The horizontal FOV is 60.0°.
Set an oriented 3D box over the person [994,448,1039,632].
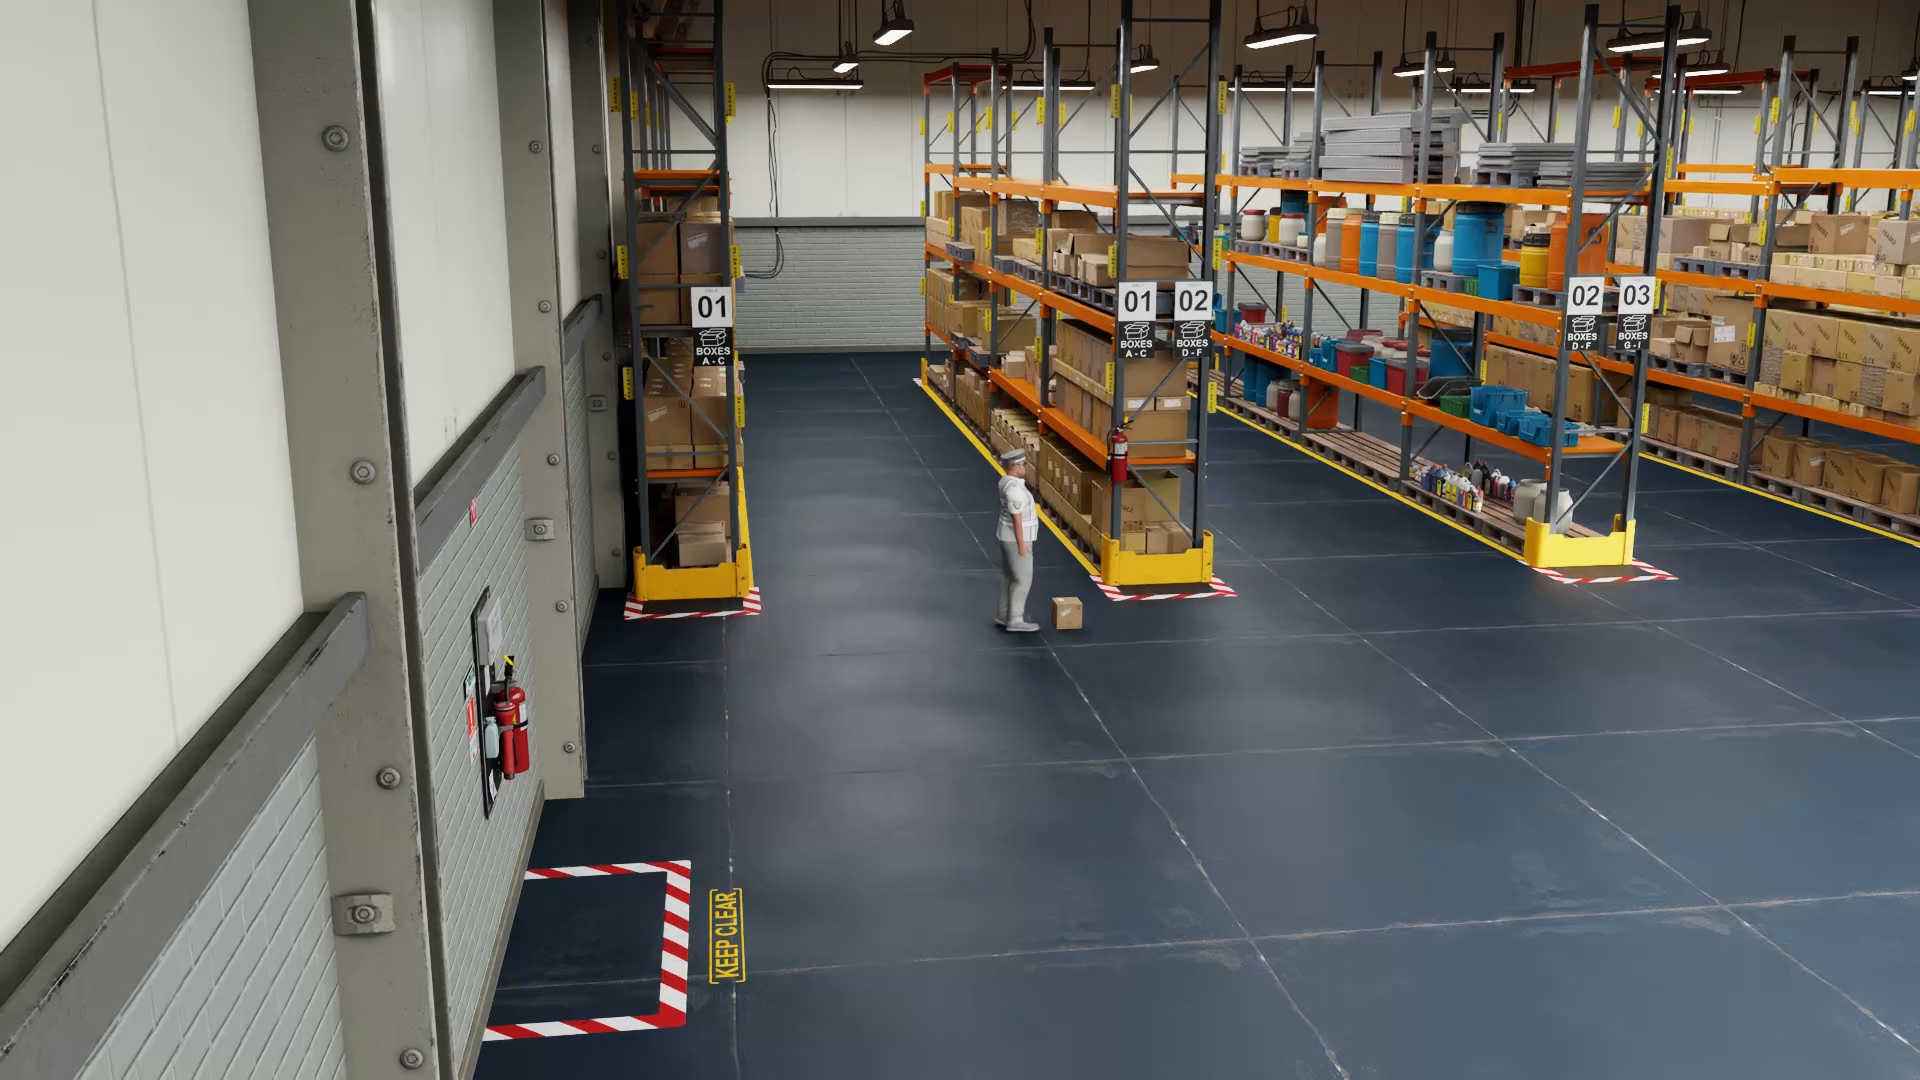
[{"bbox_3d":[0.550,0.015,15.988,0.397,1.810,0.527,-2,13,-7],"label":"person"}]
